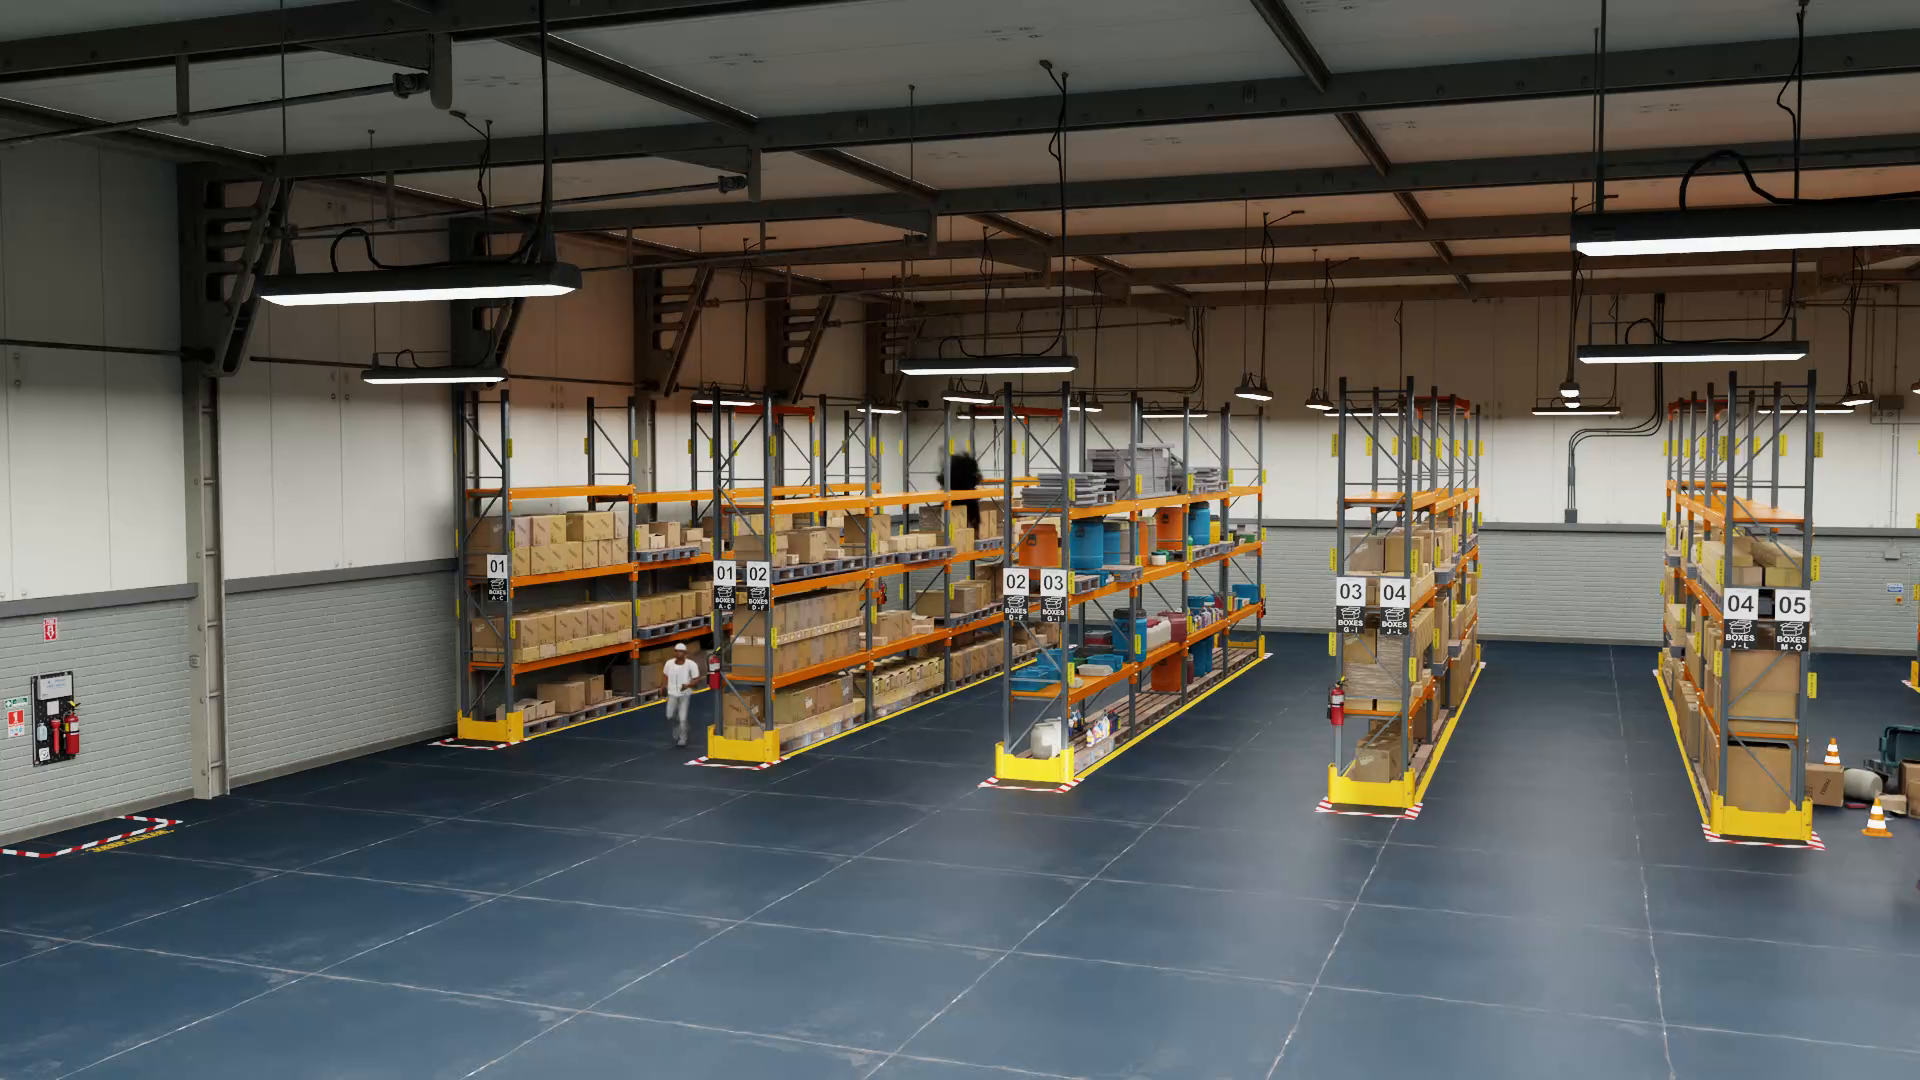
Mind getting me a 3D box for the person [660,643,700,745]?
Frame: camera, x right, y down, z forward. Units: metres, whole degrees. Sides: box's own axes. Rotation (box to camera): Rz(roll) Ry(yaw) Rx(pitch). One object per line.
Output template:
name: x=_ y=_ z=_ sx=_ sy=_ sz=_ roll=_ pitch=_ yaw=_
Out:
person: x=-4.729 y=2.597 z=27.951 sx=0.695 sy=1.720 sz=0.583 roll=0 pitch=3 yaw=7
